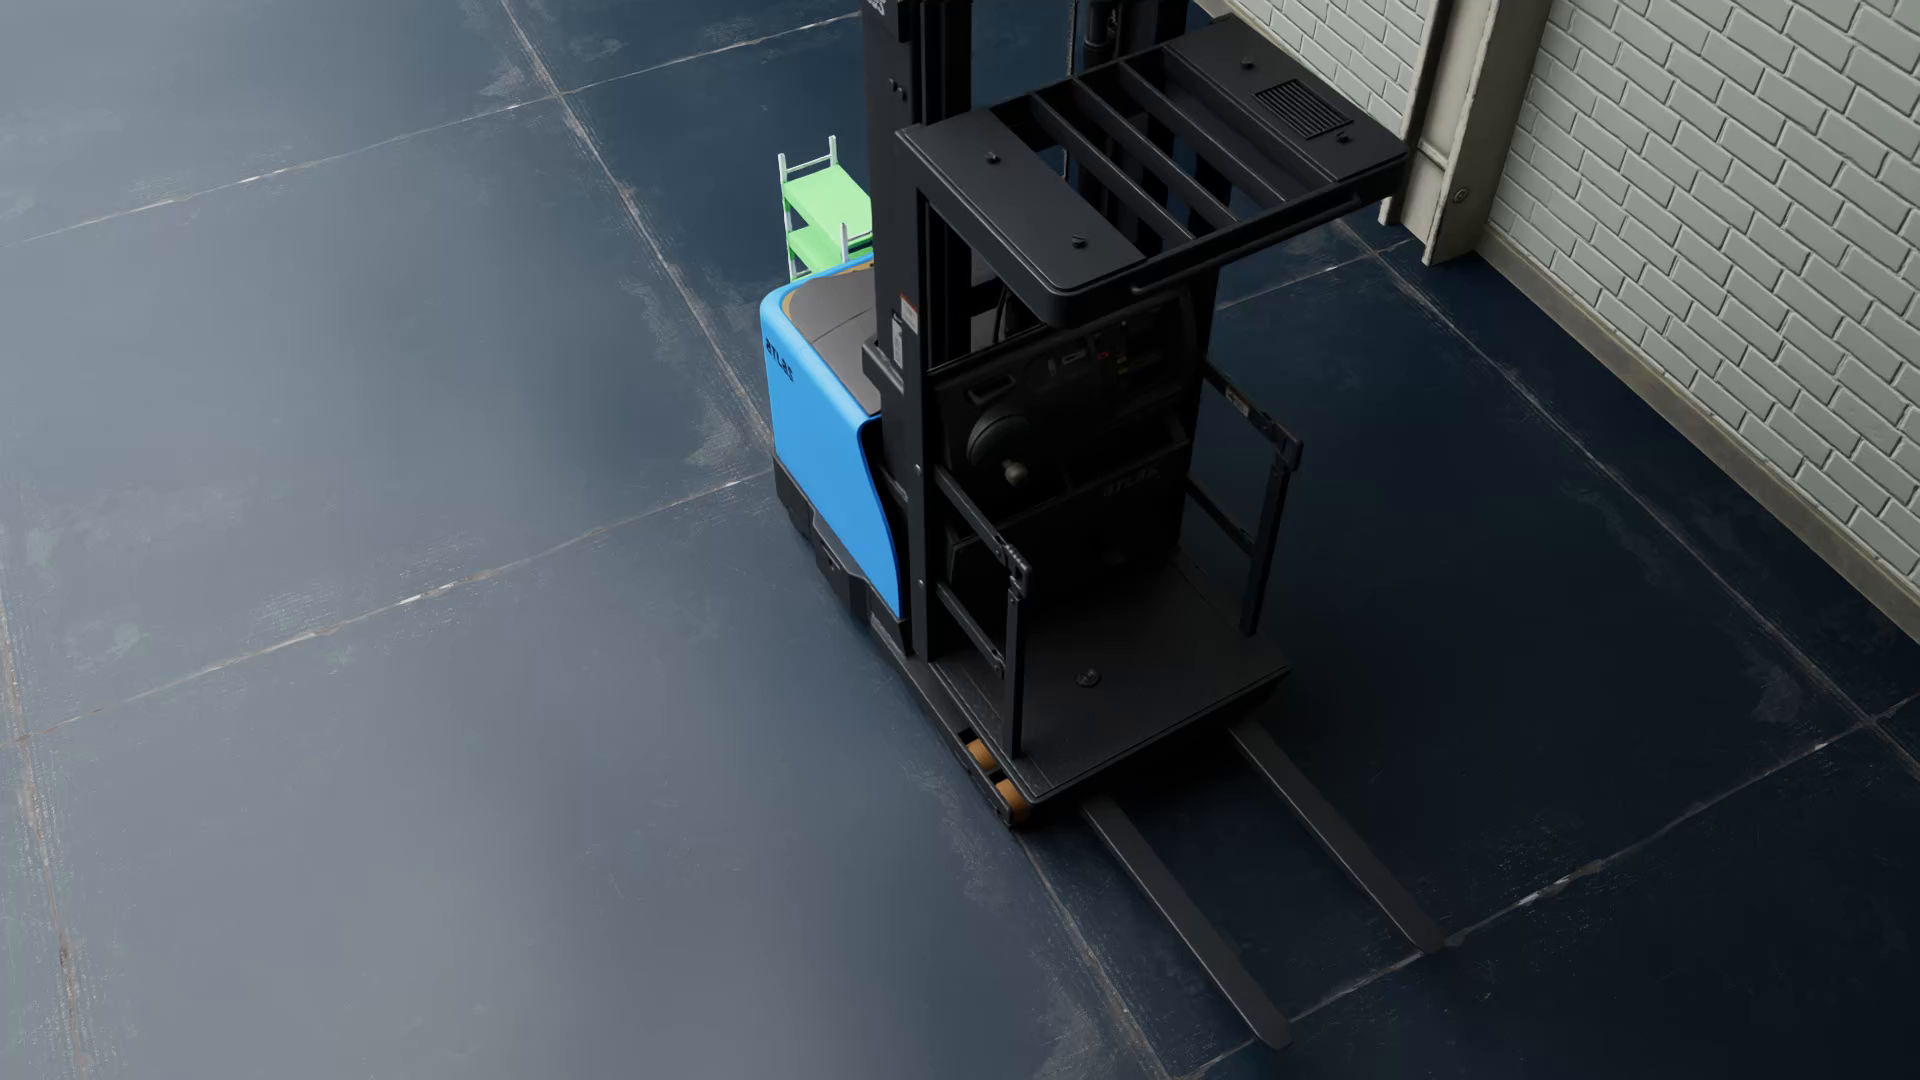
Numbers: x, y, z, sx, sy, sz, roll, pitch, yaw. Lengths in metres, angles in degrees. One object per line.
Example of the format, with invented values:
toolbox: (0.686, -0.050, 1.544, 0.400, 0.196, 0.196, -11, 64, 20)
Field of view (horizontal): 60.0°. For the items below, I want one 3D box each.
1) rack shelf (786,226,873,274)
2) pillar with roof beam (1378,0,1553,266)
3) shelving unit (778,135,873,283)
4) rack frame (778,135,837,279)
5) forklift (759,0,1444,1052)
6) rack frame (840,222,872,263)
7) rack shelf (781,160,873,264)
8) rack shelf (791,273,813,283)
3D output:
rack shelf: (-0.459, -1.073, 6.550, 0.258, 0.148, 0.480, -25, 53, -20)
pillar with roof beam: (-1.598, -2.940, 3.235, 9.100, 9.000, 0.400, -21, 52, -18)
shelving unit: (-0.459, -0.957, 6.683, 0.258, 1.200, 0.503, -25, 53, -20)
rack frame: (-0.586, -1.114, 6.820, 0.240, 1.200, 0.015, -25, 53, -20)
forklift: (0.454, -0.383, 5.030, 1.130, 2.935, 3.031, -25, 53, -20)
rack frame: (-0.332, -0.801, 6.546, 0.240, 1.200, 0.015, -25, 53, -20)
rack shelf: (-0.459, -1.231, 6.370, 0.258, 0.148, 0.480, -25, 53, -20)
rack shelf: (-0.459, -0.915, 6.731, 0.258, 0.148, 0.480, -25, 53, -20)
